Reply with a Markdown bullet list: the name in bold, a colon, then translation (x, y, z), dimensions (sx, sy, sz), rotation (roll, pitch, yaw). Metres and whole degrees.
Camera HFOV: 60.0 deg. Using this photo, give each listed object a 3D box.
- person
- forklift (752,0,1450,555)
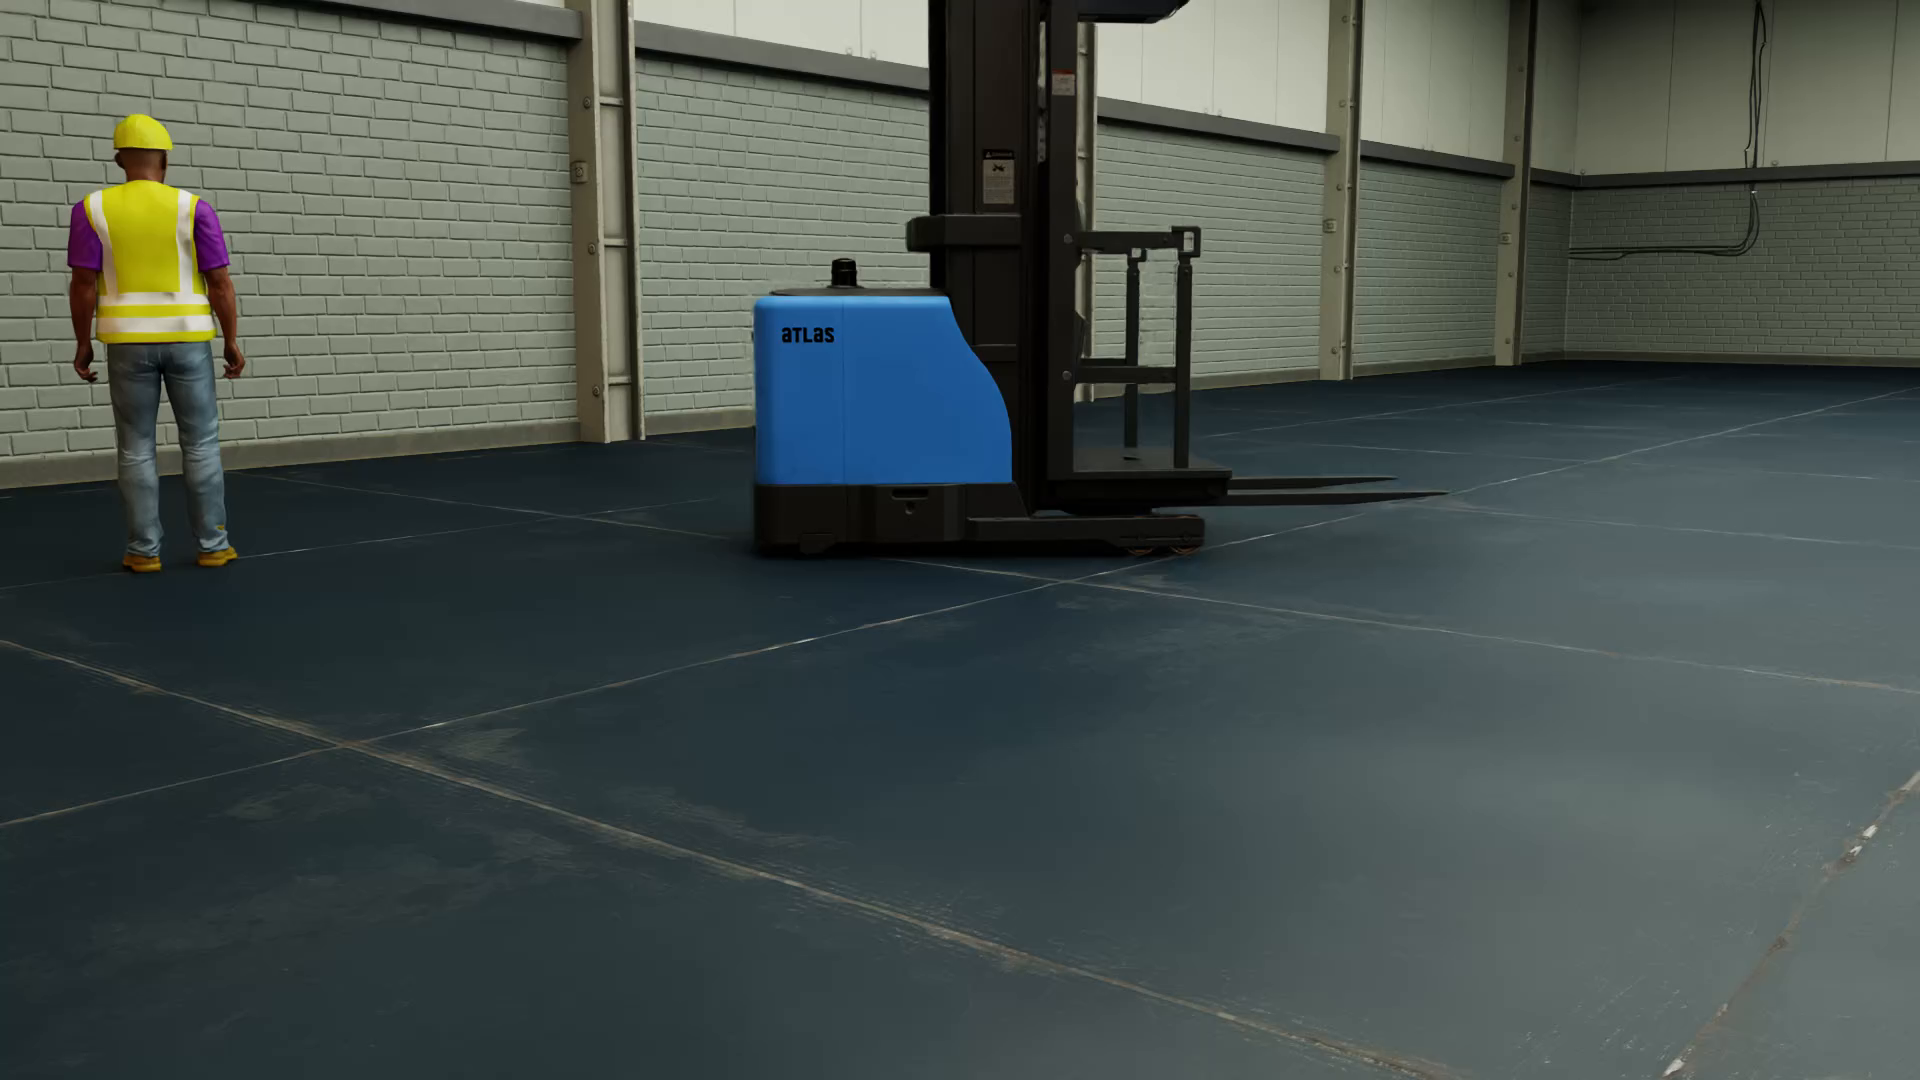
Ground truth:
- **person**: translation (-3.160, -0.769, 6.566), dimensions (0.614, 1.771, 0.387), rotation (-3, 9, -22)
- **forklift**: translation (0.607, -1.461, 7.267), dimensions (3.031, 2.935, 1.130), rotation (-1, 8, -6)
